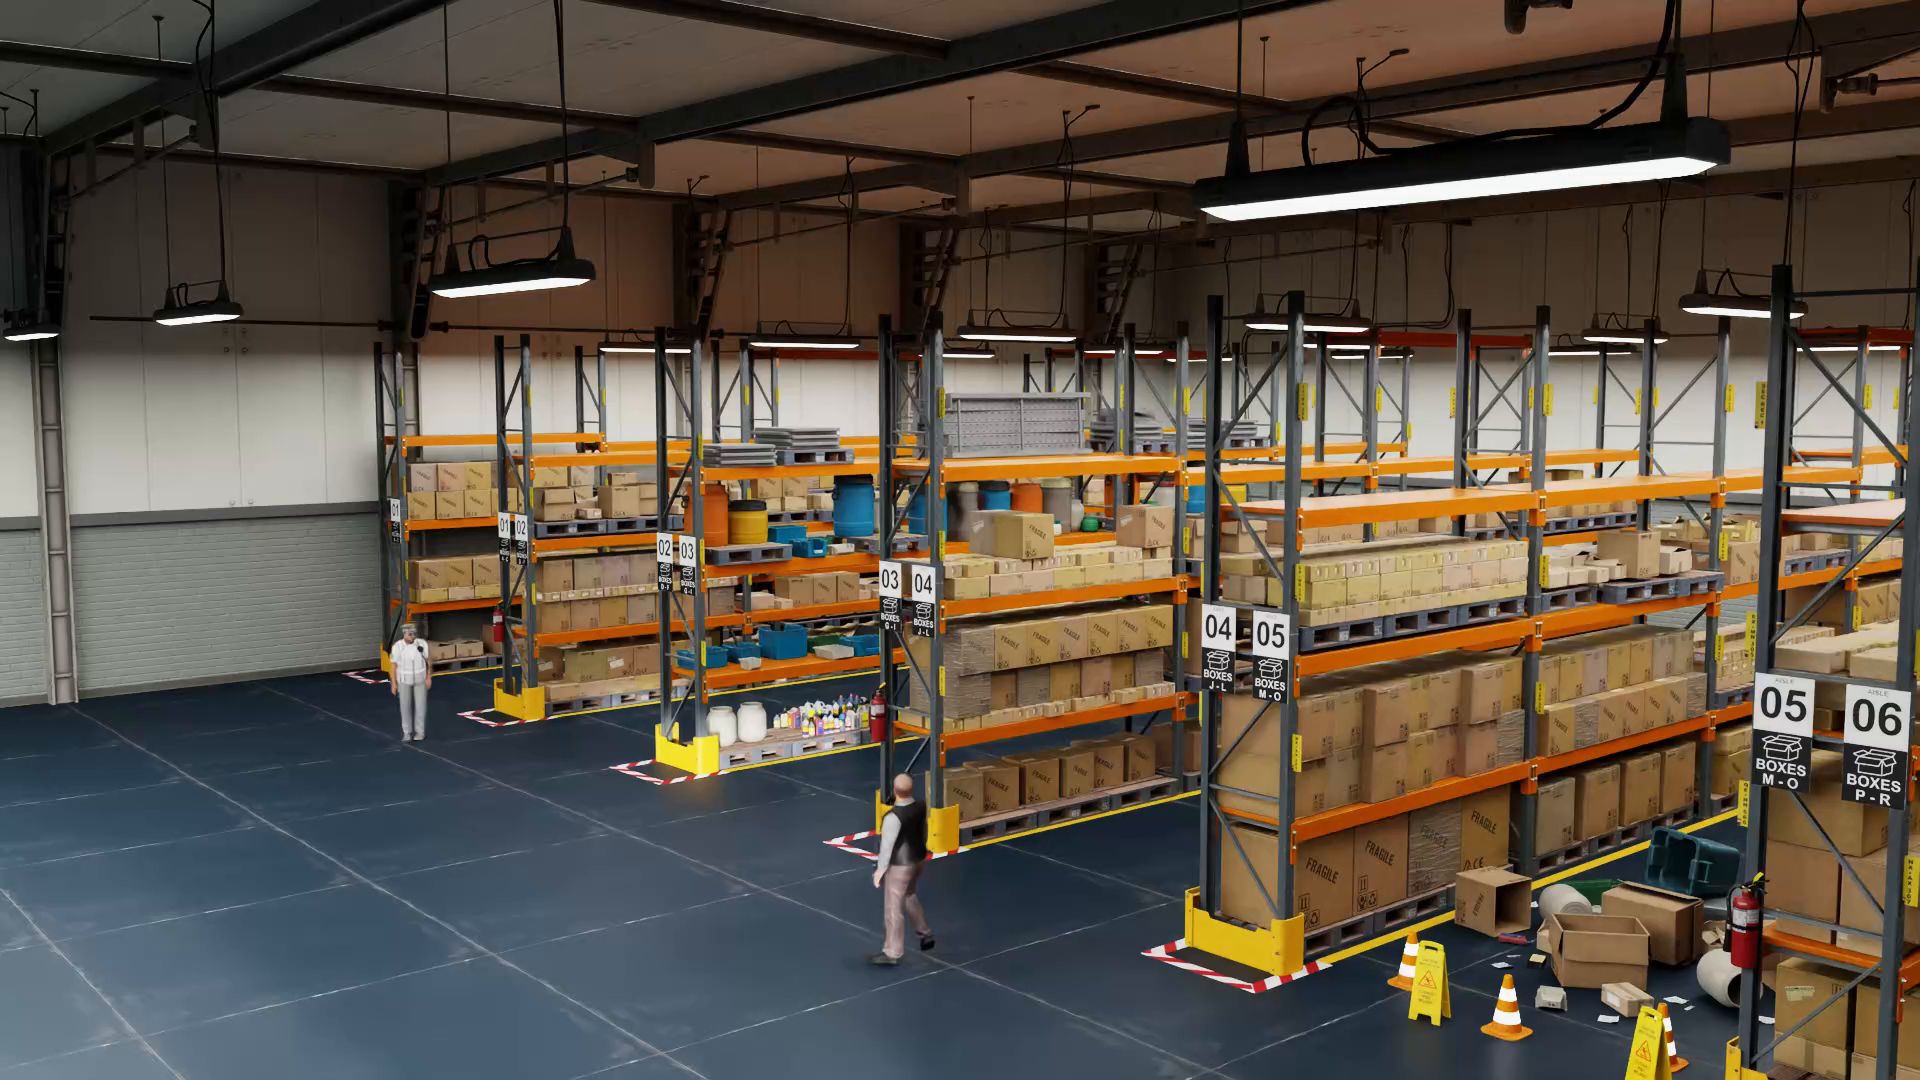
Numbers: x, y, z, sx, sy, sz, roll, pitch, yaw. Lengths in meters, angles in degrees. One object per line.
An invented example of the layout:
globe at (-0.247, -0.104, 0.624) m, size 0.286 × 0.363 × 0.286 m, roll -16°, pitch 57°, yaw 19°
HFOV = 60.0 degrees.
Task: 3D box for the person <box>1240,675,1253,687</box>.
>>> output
person at (3.480, 2.493, 20.385) m, size 0.409 × 1.646 × 0.449 m, roll 1°, pitch 5°, yaw 14°

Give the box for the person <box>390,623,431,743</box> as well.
person at (-8.059, 2.082, 24.405) m, size 0.576 × 1.758 × 0.433 m, roll -3°, pitch 6°, yaw -26°

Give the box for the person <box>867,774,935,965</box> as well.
person at (-0.519, 2.938, 14.995) m, size 0.476 × 1.713 × 0.628 m, roll 3°, pitch 6°, yaw 30°

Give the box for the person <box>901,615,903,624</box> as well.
person at (-1.367, 1.219, 34.569) m, size 0.936 × 1.600 × 0.459 m, roll -4°, pitch 6°, yaw -36°
